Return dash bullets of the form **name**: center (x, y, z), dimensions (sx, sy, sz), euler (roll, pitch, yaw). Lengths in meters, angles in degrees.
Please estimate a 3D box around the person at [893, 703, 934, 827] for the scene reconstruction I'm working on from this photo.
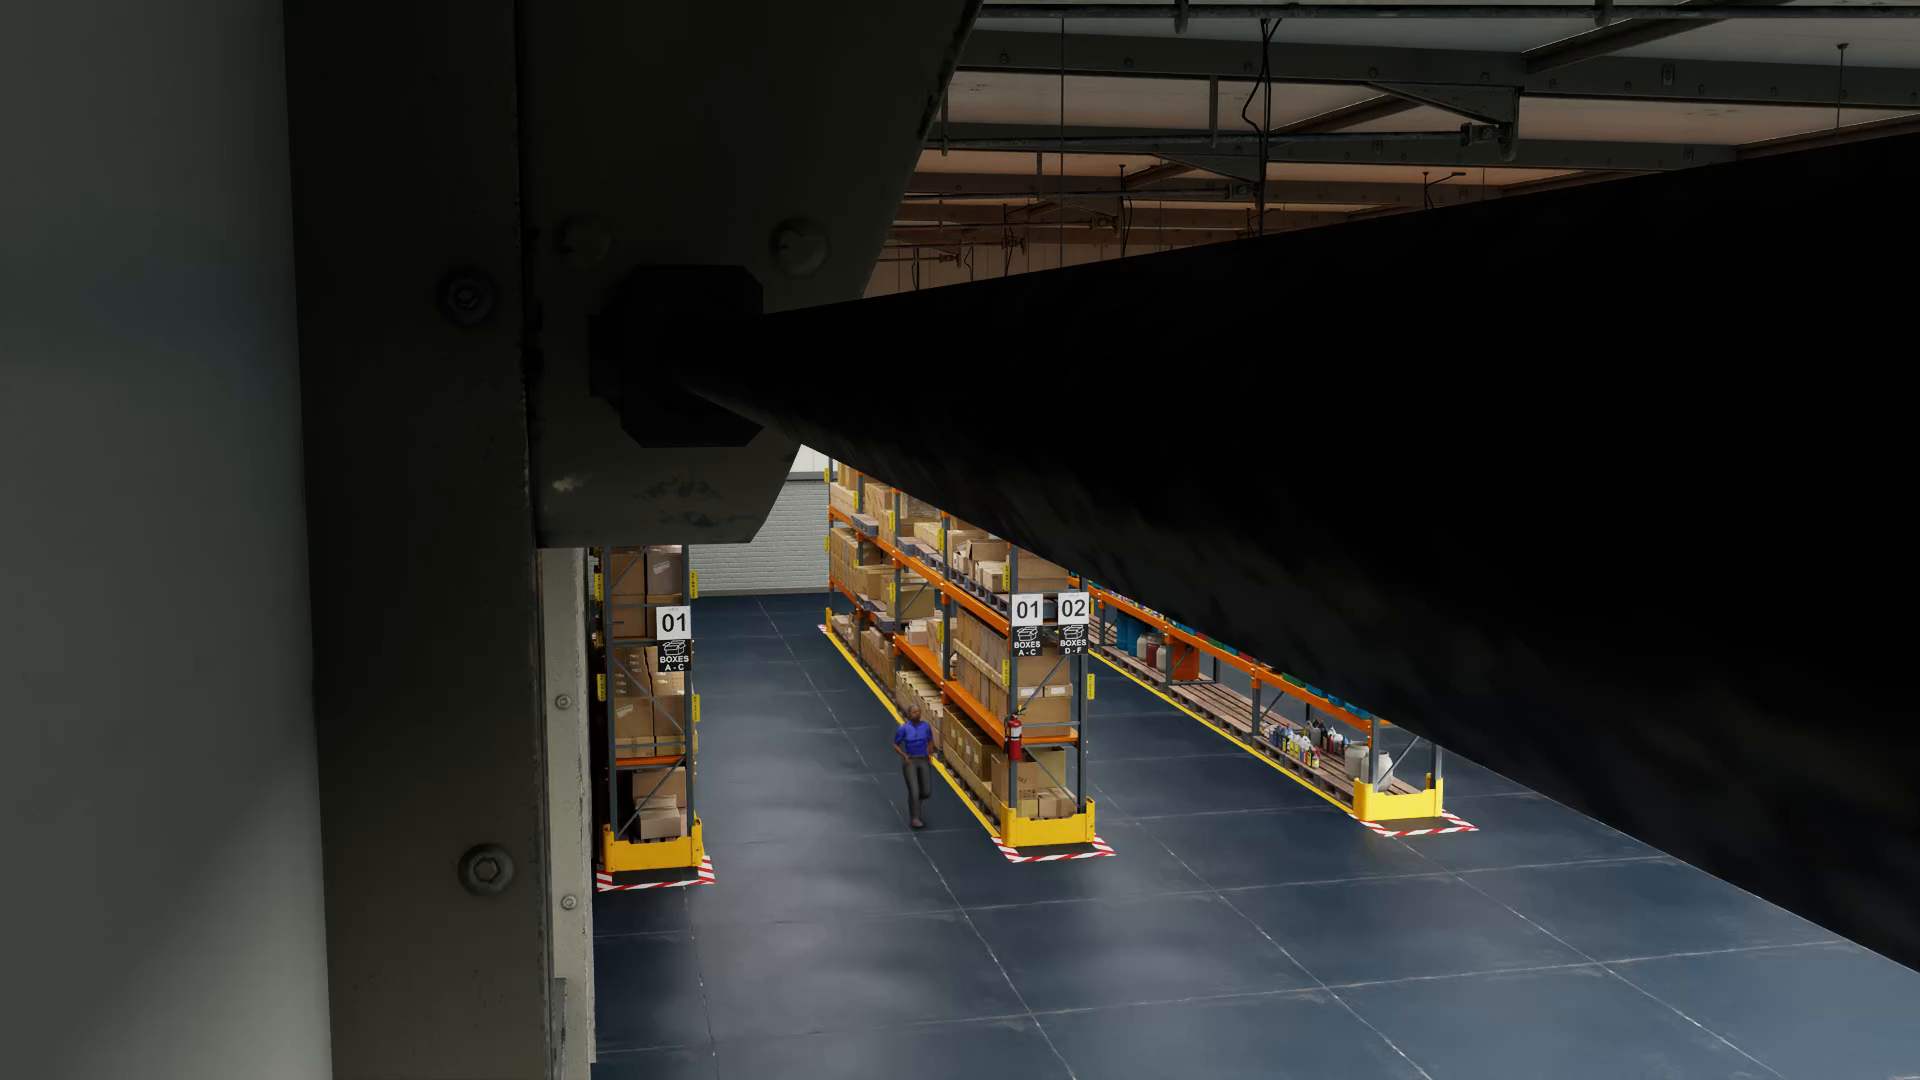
- **person**: center (-0.595, 2.942, 21.877), dimensions (0.573, 1.603, 0.584), euler (-2, 7, -18)
